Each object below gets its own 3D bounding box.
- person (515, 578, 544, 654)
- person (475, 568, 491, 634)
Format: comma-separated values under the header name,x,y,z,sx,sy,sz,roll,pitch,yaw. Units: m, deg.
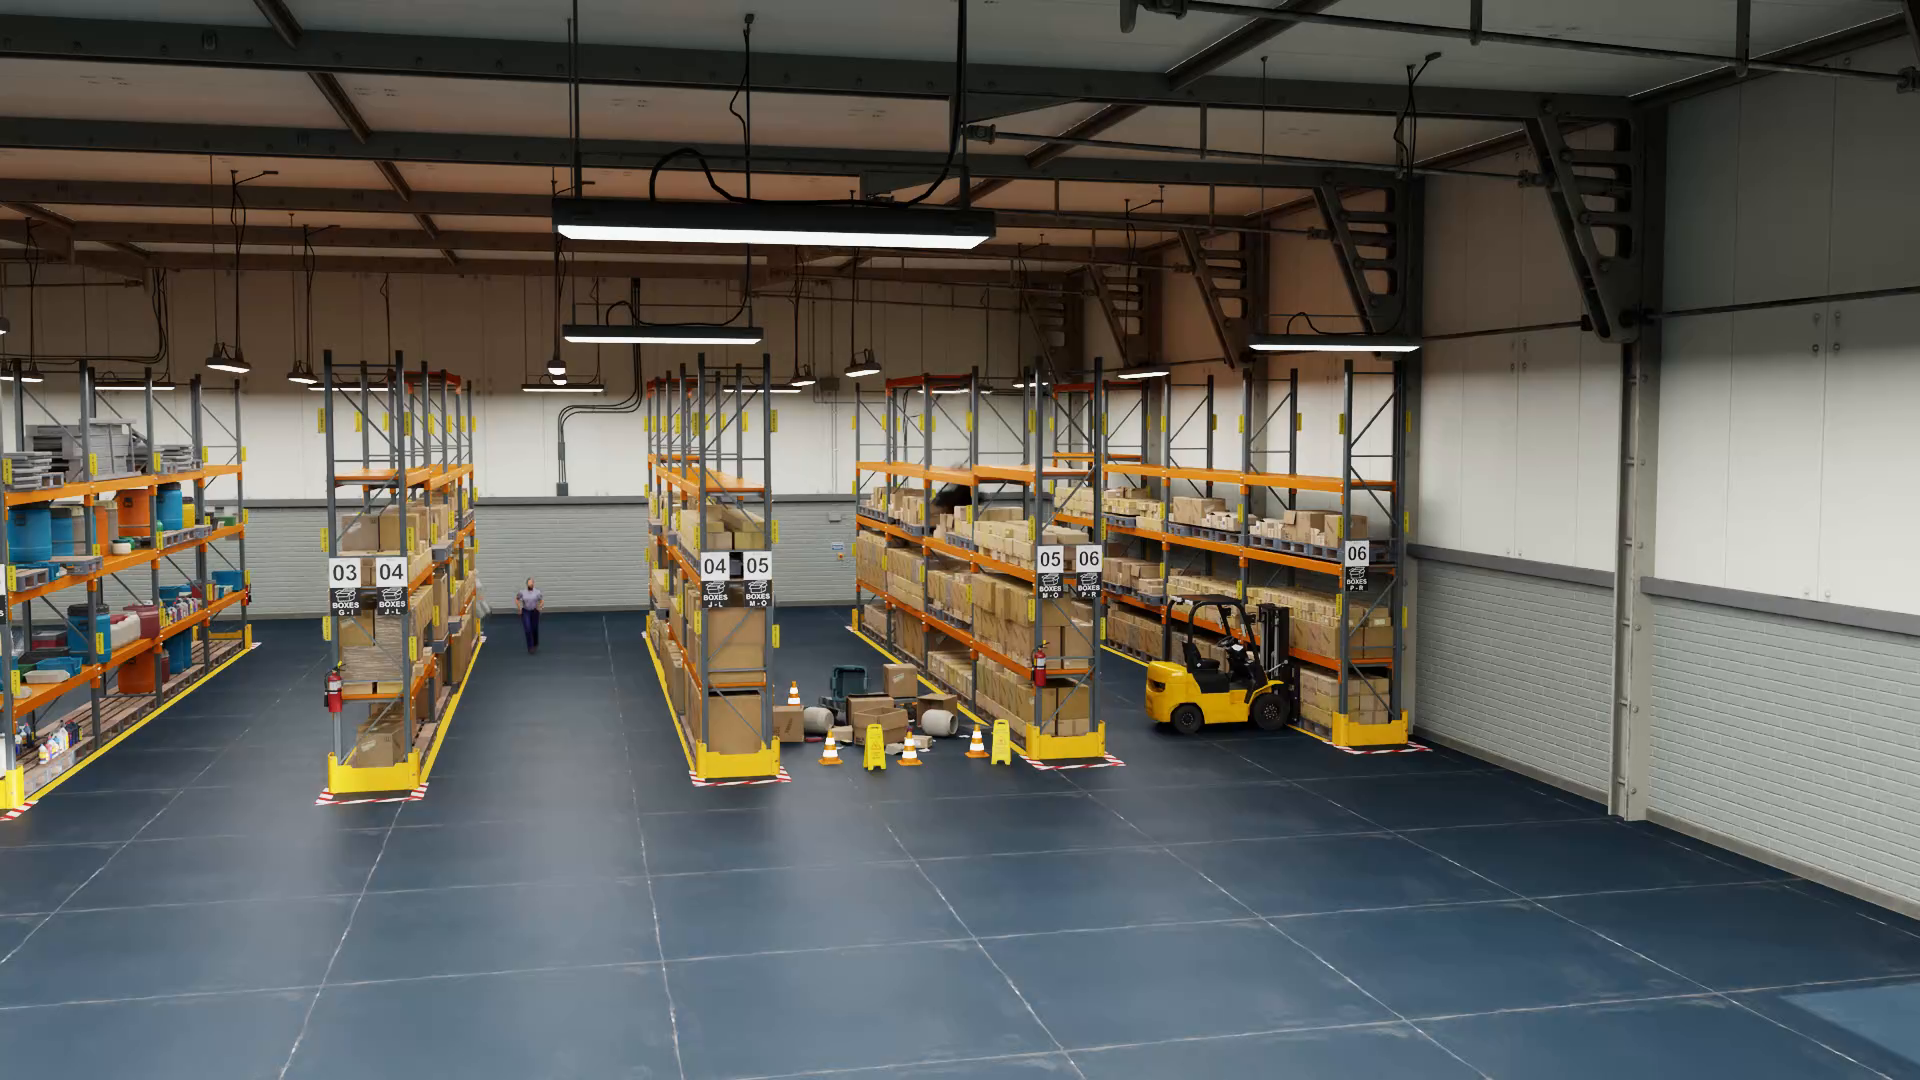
name,x,y,z,sx,sy,sz,roll,pitch,yaw
person,-9.472,1.657,36.605,0.613,1.646,0.839,-1,4,-20
person,-11.461,1.455,39.528,0.523,1.614,0.553,1,4,20
